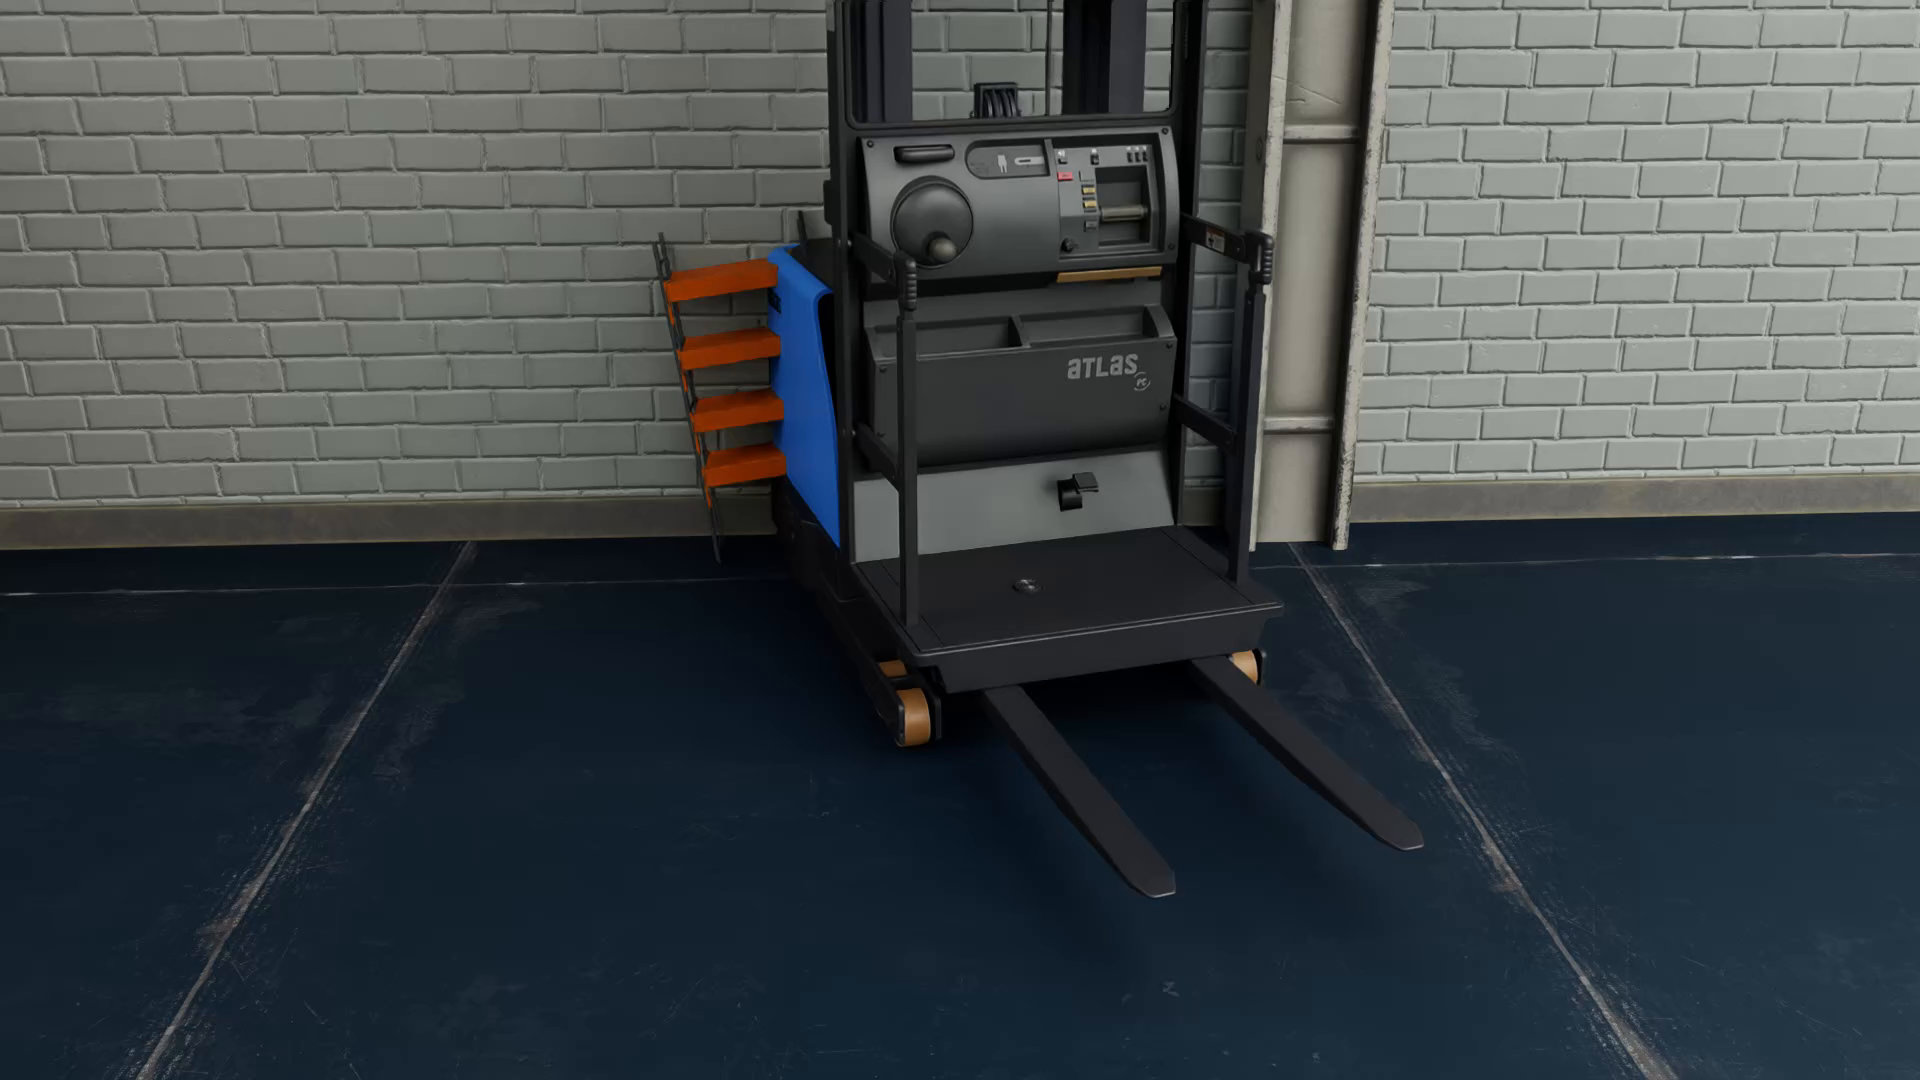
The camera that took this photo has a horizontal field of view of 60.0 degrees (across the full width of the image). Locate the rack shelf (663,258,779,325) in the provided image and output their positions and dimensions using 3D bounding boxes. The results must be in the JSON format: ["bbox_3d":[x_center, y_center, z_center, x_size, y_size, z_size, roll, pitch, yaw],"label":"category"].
[{"bbox_3d":[-0.759,-0.875,5.725,0.480,0.148,0.258,-9,19,-1],"label":"rack shelf"}]

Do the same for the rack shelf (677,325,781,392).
[{"bbox_3d":[-0.725,-0.654,5.802,0.480,0.148,0.258,-9,19,-1],"label":"rack shelf"}]

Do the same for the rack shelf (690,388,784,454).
[{"bbox_3d":[-0.693,-0.444,5.874,0.480,0.148,0.258,-9,19,-1],"label":"rack shelf"}]

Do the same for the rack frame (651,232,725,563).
[{"bbox_3d":[-0.943,-0.469,5.847,0.015,1.200,0.240,-9,19,-1],"label":"rack frame"}]

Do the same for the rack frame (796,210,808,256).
[{"bbox_3d":[-0.462,-0.546,5.857,0.015,1.200,0.240,-9,19,-1],"label":"rack frame"}]

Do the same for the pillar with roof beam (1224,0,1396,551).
[{"bbox_3d":[1.445,-2.693,0.548,0.400,9.000,9.100,-1,21,-3],"label":"pillar with roof beam"}]

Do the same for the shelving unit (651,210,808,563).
[{"bbox_3d":[-0.702,-0.507,5.852,0.503,1.200,0.258,-9,19,-1],"label":"shelving unit"}]

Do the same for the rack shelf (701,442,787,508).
[{"bbox_3d":[-0.664,-0.259,5.938,0.480,0.148,0.258,-9,19,-1],"label":"rack shelf"}]

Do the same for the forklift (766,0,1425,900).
[{"bbox_3d":[0.249,-0.955,4.510,1.130,2.935,3.031,-7,22,-17],"label":"forklift"}]
